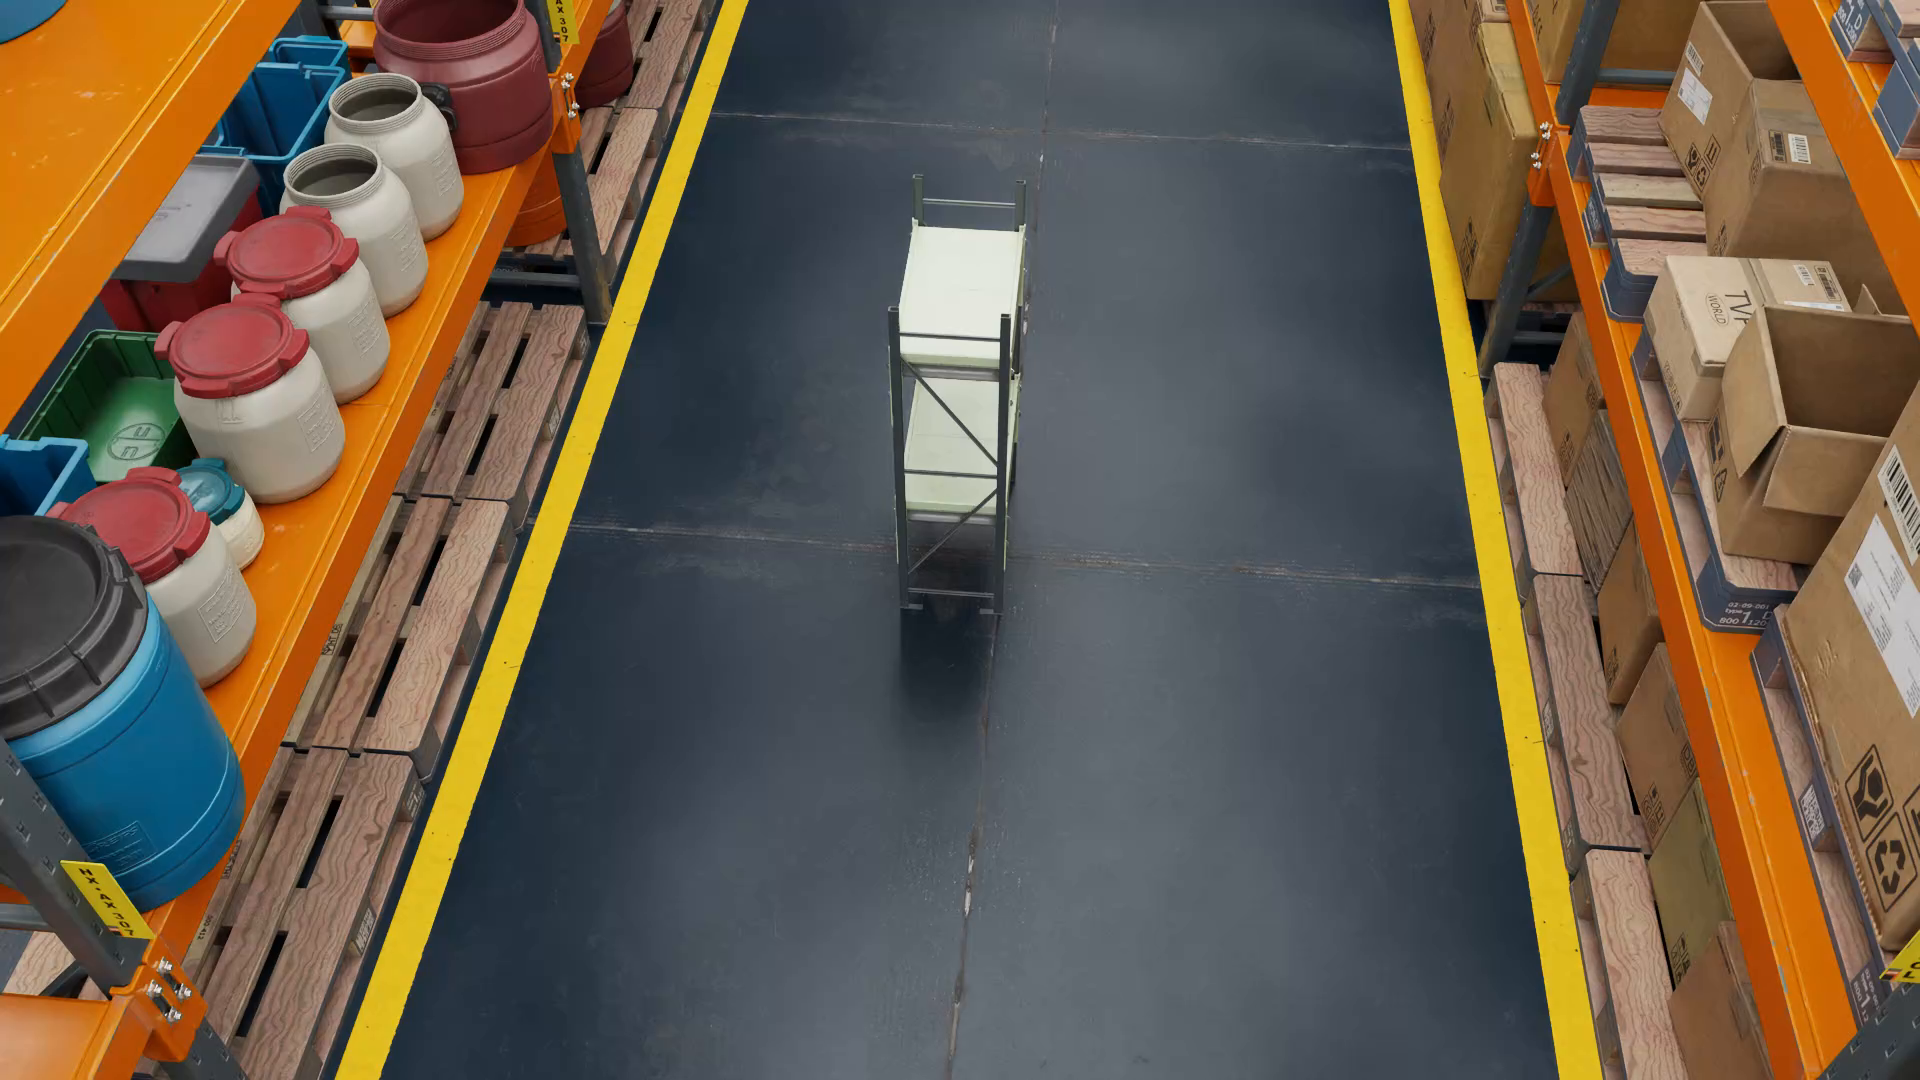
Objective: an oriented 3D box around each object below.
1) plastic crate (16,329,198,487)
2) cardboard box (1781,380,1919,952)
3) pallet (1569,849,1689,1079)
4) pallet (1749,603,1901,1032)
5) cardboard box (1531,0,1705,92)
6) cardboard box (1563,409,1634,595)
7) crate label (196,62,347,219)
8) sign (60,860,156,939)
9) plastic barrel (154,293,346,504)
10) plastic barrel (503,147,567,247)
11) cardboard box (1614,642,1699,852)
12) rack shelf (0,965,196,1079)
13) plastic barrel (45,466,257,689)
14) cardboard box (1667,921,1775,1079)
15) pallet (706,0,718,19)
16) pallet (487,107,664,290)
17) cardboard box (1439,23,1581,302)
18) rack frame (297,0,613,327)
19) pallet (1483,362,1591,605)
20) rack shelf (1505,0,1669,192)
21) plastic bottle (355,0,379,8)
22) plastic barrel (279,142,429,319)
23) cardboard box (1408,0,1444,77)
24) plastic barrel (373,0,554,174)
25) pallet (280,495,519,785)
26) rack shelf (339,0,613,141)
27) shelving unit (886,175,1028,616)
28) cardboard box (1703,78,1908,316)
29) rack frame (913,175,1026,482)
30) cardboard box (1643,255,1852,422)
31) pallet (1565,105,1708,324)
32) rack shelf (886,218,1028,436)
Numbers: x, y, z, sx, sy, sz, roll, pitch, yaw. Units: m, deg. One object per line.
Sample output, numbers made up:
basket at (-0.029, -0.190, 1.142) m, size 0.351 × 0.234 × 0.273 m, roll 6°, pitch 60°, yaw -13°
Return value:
plastic crate at (-2.603, -0.358, 5.189) m, size 0.450 × 0.188 × 0.662 m, roll 4°, pitch 48°, yaw 4°
cardboard box at (2.664, 0.283, 3.767) m, size 1.000 × 1.000 × 1.000 m, roll 4°, pitch 48°, yaw 4°
pallet at (2.521, 1.571, 5.170) m, size 1.003 × 0.211 × 1.213 m, roll 4°, pitch 48°, yaw 4°
pallet at (2.666, 0.715, 4.193) m, size 1.003 × 0.211 × 1.213 m, roll 4°, pitch 48°, yaw 4°
cardboard box at (2.615, -2.150, 6.616) m, size 0.500 × 0.500 × 0.500 m, roll 5°, pitch 48°, yaw 5°
cardboard box at (2.737, -0.140, 6.241) m, size 0.700 × 0.500 × 0.500 m, roll 0°, pitch 48°, yaw 0°
crate label at (-2.476, -1.371, 5.947) m, size 0.502 × 0.435 × 0.616 m, roll 4°, pitch 48°, yaw 4°
sign at (-1.934, 0.821, 3.779) m, size 0.100 × 0.325 × 0.005 m, roll 4°, pitch 48°, yaw 4°
plastic barrel at (-2.108, -0.404, 4.995) m, size 0.433 × 0.535 × 0.433 m, roll 0°, pitch 48°, yaw 0°
plastic barrel at (-2.088, -1.840, 7.587) m, size 0.600 × 0.830 × 0.708 m, roll 4°, pitch 48°, yaw 4°
cardboard box at (2.642, 0.687, 5.485) m, size 0.700 × 0.500 × 0.500 m, roll 0°, pitch 48°, yaw 0°
rack shelf at (-2.663, 2.581, 2.844) m, size 1.077 × 0.370 × 4.000 m, roll 4°, pitch 48°, yaw 4°
plastic barrel at (-2.175, 0.135, 4.502) m, size 0.433 × 0.535 × 0.433 m, roll 0°, pitch 48°, yaw 0°
cardboard box at (2.529, 1.447, 4.789) m, size 0.700 × 0.500 × 0.500 m, roll 1°, pitch 48°, yaw 1°
pallet at (-1.863, -3.505, 9.812) m, size 1.003 × 0.211 × 1.213 m, roll 4°, pitch 48°, yaw 4°
pallet at (-2.086, -1.712, 8.172) m, size 1.003 × 0.211 × 1.213 m, roll 4°, pitch 48°, yaw 4°
cardboard box at (2.900, -1.668, 7.398) m, size 1.225 × 0.875 × 0.875 m, roll 2°, pitch 48°, yaw 2°
rack frame at (-2.116, -2.070, 6.611) m, size 1.000 × 3.000 × 0.127 m, roll 4°, pitch 48°, yaw 4°
pallet at (2.744, -0.222, 6.810) m, size 1.003 × 0.211 × 1.213 m, roll 4°, pitch 48°, yaw 4°
rack shelf at (2.999, -2.964, 7.916) m, size 1.077 × 0.370 × 4.000 m, roll 4°, pitch 48°, yaw 4°
plastic bottle at (-2.504, -2.357, 6.952) m, size 0.061 × 0.283 × 0.133 m, roll 4°, pitch 48°, yaw 4°
plastic barrel at (-2.035, -1.028, 5.582) m, size 0.421 × 0.512 × 0.421 m, roll 0°, pitch 48°, yaw 0°
cardboard box at (3.062, -2.973, 8.592) m, size 1.225 × 0.875 × 0.875 m, roll 2°, pitch 48°, yaw 2°
plastic barrel at (-1.857, -1.755, 6.230) m, size 0.600 × 0.536 × 0.708 m, roll 4°, pitch 48°, yaw 4°
pallet at (-2.339, 0.331, 6.304) m, size 1.003 × 0.211 × 1.213 m, roll 4°, pitch 48°, yaw 4°
rack shelf at (-1.934, -3.297, 8.221) m, size 1.077 × 0.370 × 4.000 m, roll 4°, pitch 48°, yaw 4°
shelving unit at (-0.001, -0.501, 6.192) m, size 0.431 × 1.500 × 0.755 m, roll 4°, pitch 48°, yaw 4°
cardboard box at (2.856, -1.096, 5.368) m, size 0.700 × 0.500 × 0.500 m, roll 10°, pitch 48°, yaw 9°
rack frame at (0.033, -0.770, 6.438) m, size 0.400 × 1.500 × 0.023 m, roll 4°, pitch 48°, yaw 4°
cardboard box at (2.435, -0.612, 5.094) m, size 0.500 × 0.250 × 0.500 m, roll 3°, pitch 48°, yaw 2°
pallet at (2.858, -1.142, 5.892) m, size 1.213 × 0.211 × 1.003 m, roll 4°, pitch 48°, yaw 4°
rack shelf at (-0.001, -0.765, 5.904) m, size 0.431 × 0.370 × 0.720 m, roll 4°, pitch 48°, yaw 4°
